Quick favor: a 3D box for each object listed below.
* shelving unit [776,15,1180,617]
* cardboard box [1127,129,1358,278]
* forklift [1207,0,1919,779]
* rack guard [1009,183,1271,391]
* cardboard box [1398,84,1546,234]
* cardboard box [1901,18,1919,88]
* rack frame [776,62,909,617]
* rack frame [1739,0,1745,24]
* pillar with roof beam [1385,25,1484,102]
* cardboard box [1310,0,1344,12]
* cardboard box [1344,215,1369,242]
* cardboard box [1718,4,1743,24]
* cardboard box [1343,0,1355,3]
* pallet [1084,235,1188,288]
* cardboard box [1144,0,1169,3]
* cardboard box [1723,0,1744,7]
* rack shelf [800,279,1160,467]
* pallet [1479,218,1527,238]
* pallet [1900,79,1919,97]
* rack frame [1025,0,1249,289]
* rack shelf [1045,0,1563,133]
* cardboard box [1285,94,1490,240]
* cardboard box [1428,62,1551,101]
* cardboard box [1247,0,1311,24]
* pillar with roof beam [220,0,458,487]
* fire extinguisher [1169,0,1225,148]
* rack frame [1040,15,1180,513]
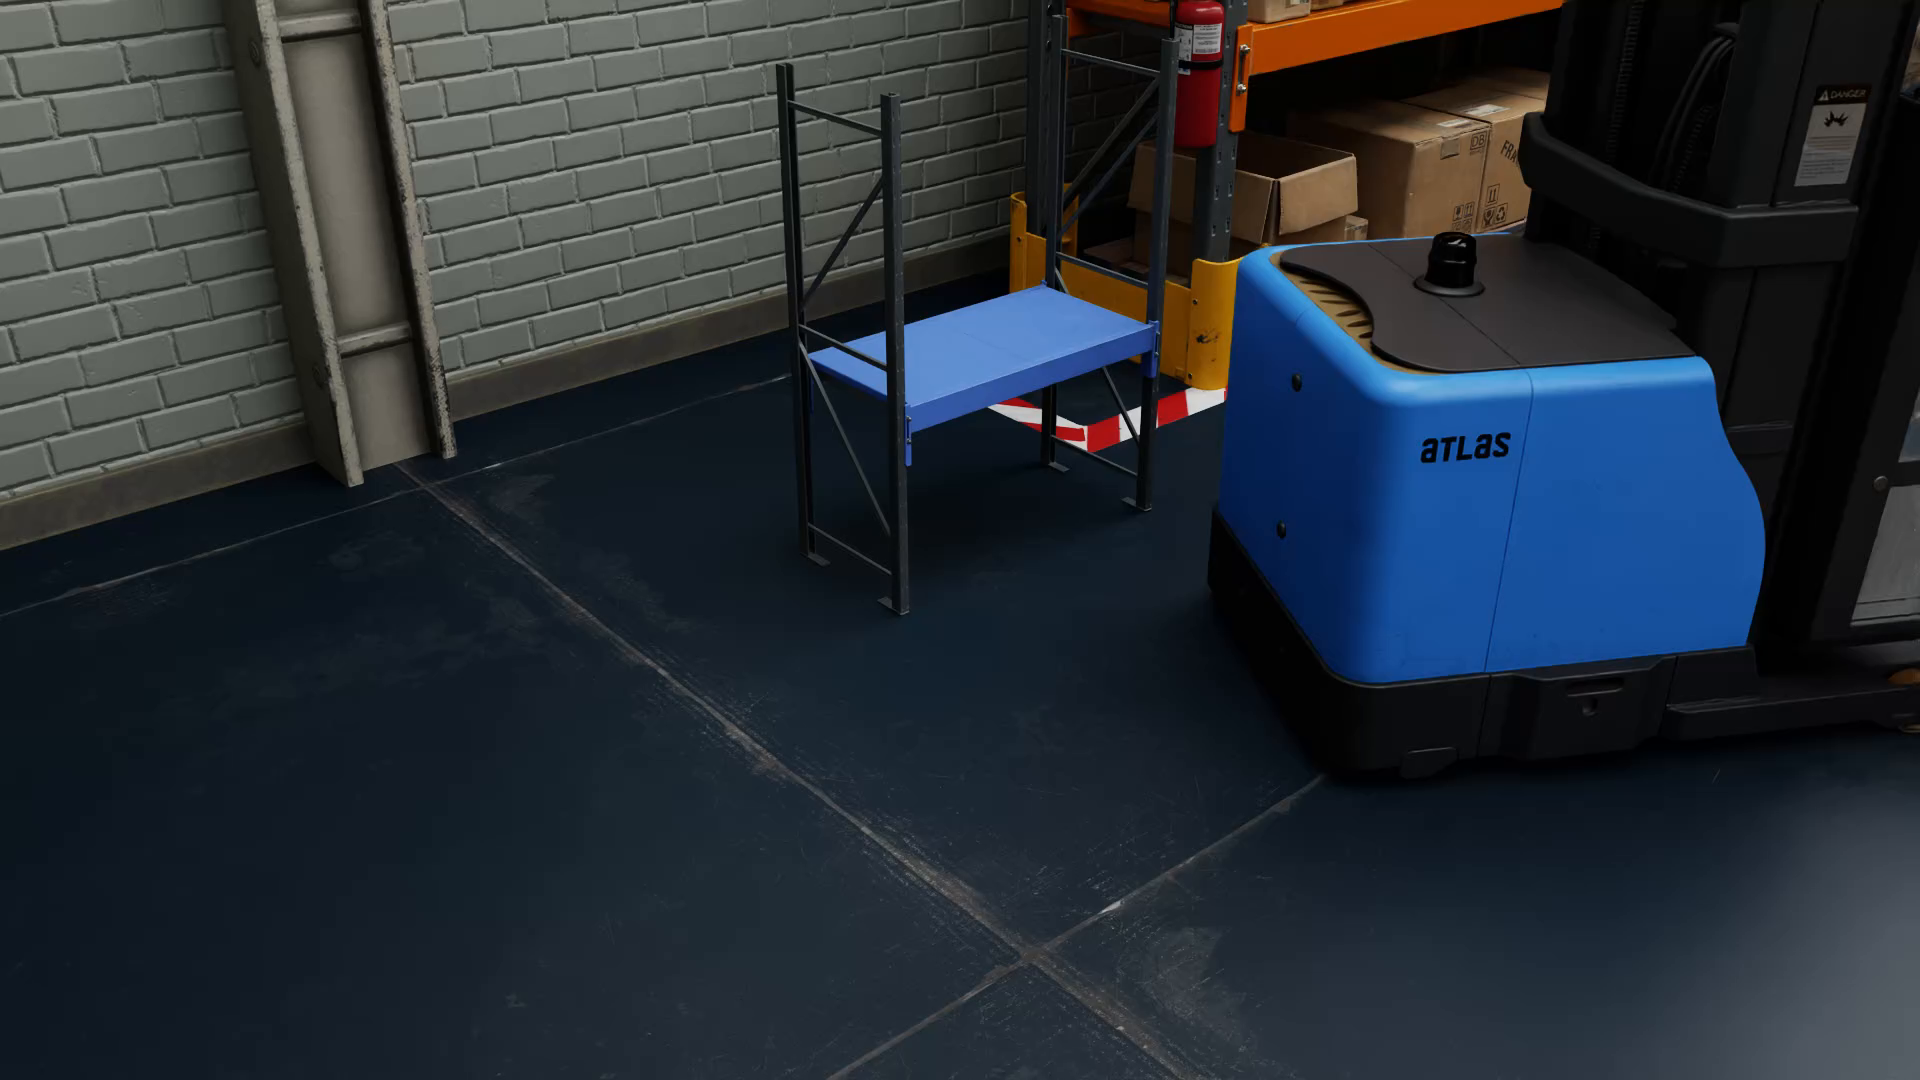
[{"bbox_3d":[0.065,-0.688,4.945,1.048,1.500,0.538,-22,35,-35],"label":"shelving unit"},{"bbox_3d":[1.161,-1.353,6.803,0.637,0.503,0.797,-24,36,-37],"label":"cardboard box"},{"bbox_3d":[2.291,-1.033,4.073,3.031,2.935,1.130,-5,29,-9],"label":"forklift"},{"bbox_3d":[0.692,-1.037,6.659,0.348,0.500,1.175,-22,35,-35],"label":"rack guard"},{"bbox_3d":[2.303,-1.725,7.502,0.500,0.500,0.500,-21,35,-34],"label":"cardboard box"},{"bbox_3d":[5.371,-2.964,9.820,0.500,0.500,0.500,-23,36,-37],"label":"cardboard box"},{"bbox_3d":[-0.322,-0.532,4.654,0.032,1.500,0.500,-22,35,-35],"label":"rack frame"},{"bbox_3d":[3.677,-3.340,8.317,0.127,3.000,1.000,-22,35,-35],"label":"rack frame"},{"bbox_3d":[5.356,-4.552,4.220,0.400,9.000,9.100,-22,35,-35],"label":"pillar with roof beam"},{"bbox_3d":[1.225,-2.102,6.267,0.250,0.149,0.380,-21,35,-34],"label":"cardboard box"},{"bbox_3d":[1.509,-1.313,7.103,0.250,0.149,0.380,-24,36,-37],"label":"cardboard box"},{"bbox_3d":[4.122,-2.723,8.681,0.250,0.149,0.380,-20,34,-33],"label":"cardboard box"},{"bbox_3d":[1.403,-2.195,6.441,0.250,0.149,0.380,-22,35,-36],"label":"cardboard box"},{"bbox_3d":[1.298,-1.153,7.185,1.213,0.211,1.003,-22,35,-35],"label":"pallet"},{"bbox_3d":[0.712,-2.203,6.456,0.250,0.149,0.380,-22,35,-35],"label":"cardboard box"},{"bbox_3d":[4.083,-2.876,8.651,0.250,0.149,0.380,-23,35,-36],"label":"cardboard box"},{"bbox_3d":[0.065,-0.529,5.030,1.000,0.185,0.538,-22,35,-35],"label":"rack shelf"},{"bbox_3d":[2.225,-1.525,7.879,1.213,0.211,1.003,-22,35,-35],"label":"pallet"},{"bbox_3d":[5.200,-2.747,10.167,1.213,0.211,1.003,-22,35,-35],"label":"pallet"},{"bbox_3d":[0.634,-2.116,6.027,0.127,3.000,1.000,-22,35,-35],"label":"rack frame"},{"bbox_3d":[2.155,-2.410,7.341,4.000,0.370,1.077,-22,35,-35],"label":"rack shelf"},{"bbox_3d":[1.836,-1.599,7.267,0.500,0.500,0.700,-20,34,-33],"label":"cardboard box"},{"bbox_3d":[2.626,-1.917,7.861,0.500,0.500,0.700,-23,36,-37],"label":"cardboard box"},{"bbox_3d":[1.062,-2.007,6.090,0.250,0.149,0.380,-22,35,-35],"label":"cardboard box"},{"bbox_3d":[0.792,-2.717,0.786,0.400,9.000,9.100,-22,35,-35],"label":"pillar with roof beam"},{"bbox_3d":[0.822,-1.707,5.739,0.183,0.674,0.296,-22,35,-35],"label":"fire extinguisher"},{"bbox_3d":[0.452,-0.843,5.236,0.032,1.500,0.500,-22,35,-35],"label":"rack frame"}]
